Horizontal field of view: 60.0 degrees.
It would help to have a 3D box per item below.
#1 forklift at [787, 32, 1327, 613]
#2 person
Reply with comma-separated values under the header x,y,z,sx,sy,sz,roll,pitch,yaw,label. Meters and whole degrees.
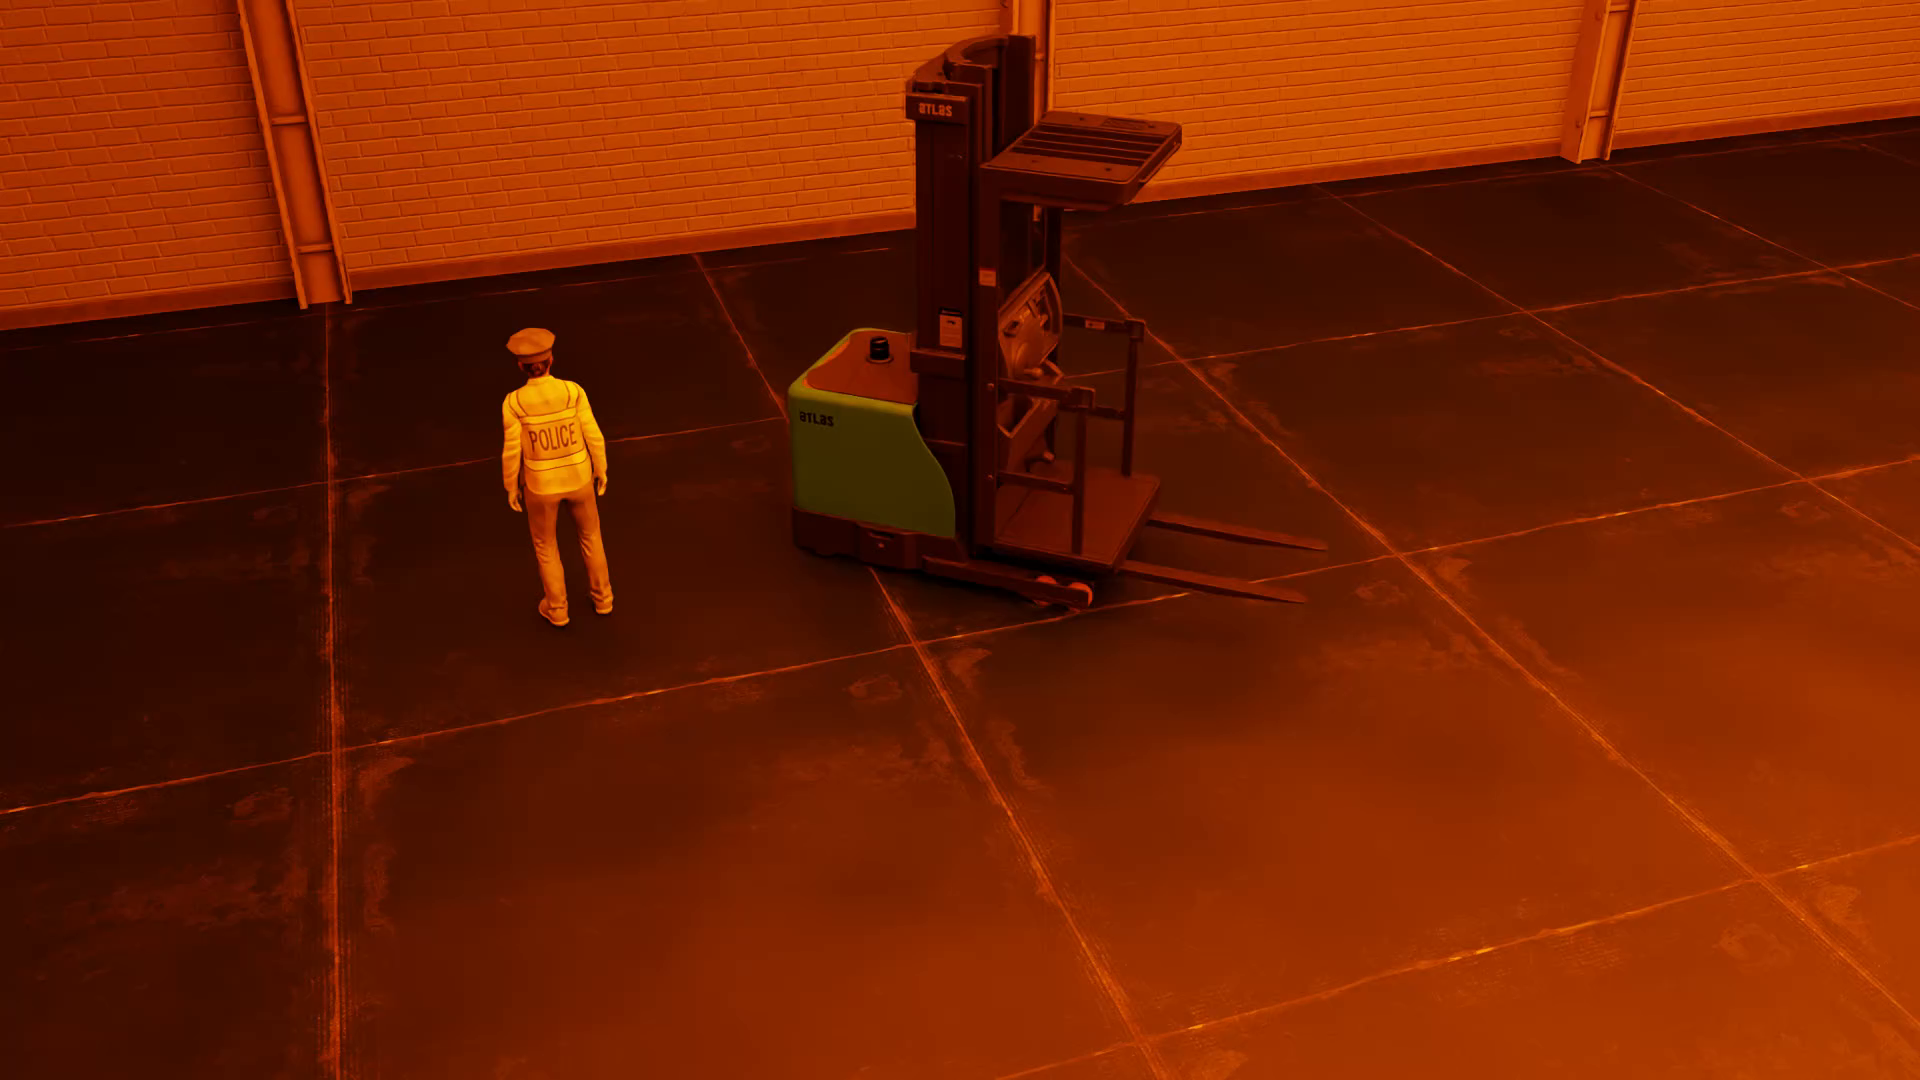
x,y,z,sx,sy,sz,roll,pitch,yaw,label
0.574,-1.165,9.111,3.031,2.935,1.130,11,32,18,forklift
-2.158,-0.309,8.899,0.551,1.662,0.374,-12,32,-20,person
